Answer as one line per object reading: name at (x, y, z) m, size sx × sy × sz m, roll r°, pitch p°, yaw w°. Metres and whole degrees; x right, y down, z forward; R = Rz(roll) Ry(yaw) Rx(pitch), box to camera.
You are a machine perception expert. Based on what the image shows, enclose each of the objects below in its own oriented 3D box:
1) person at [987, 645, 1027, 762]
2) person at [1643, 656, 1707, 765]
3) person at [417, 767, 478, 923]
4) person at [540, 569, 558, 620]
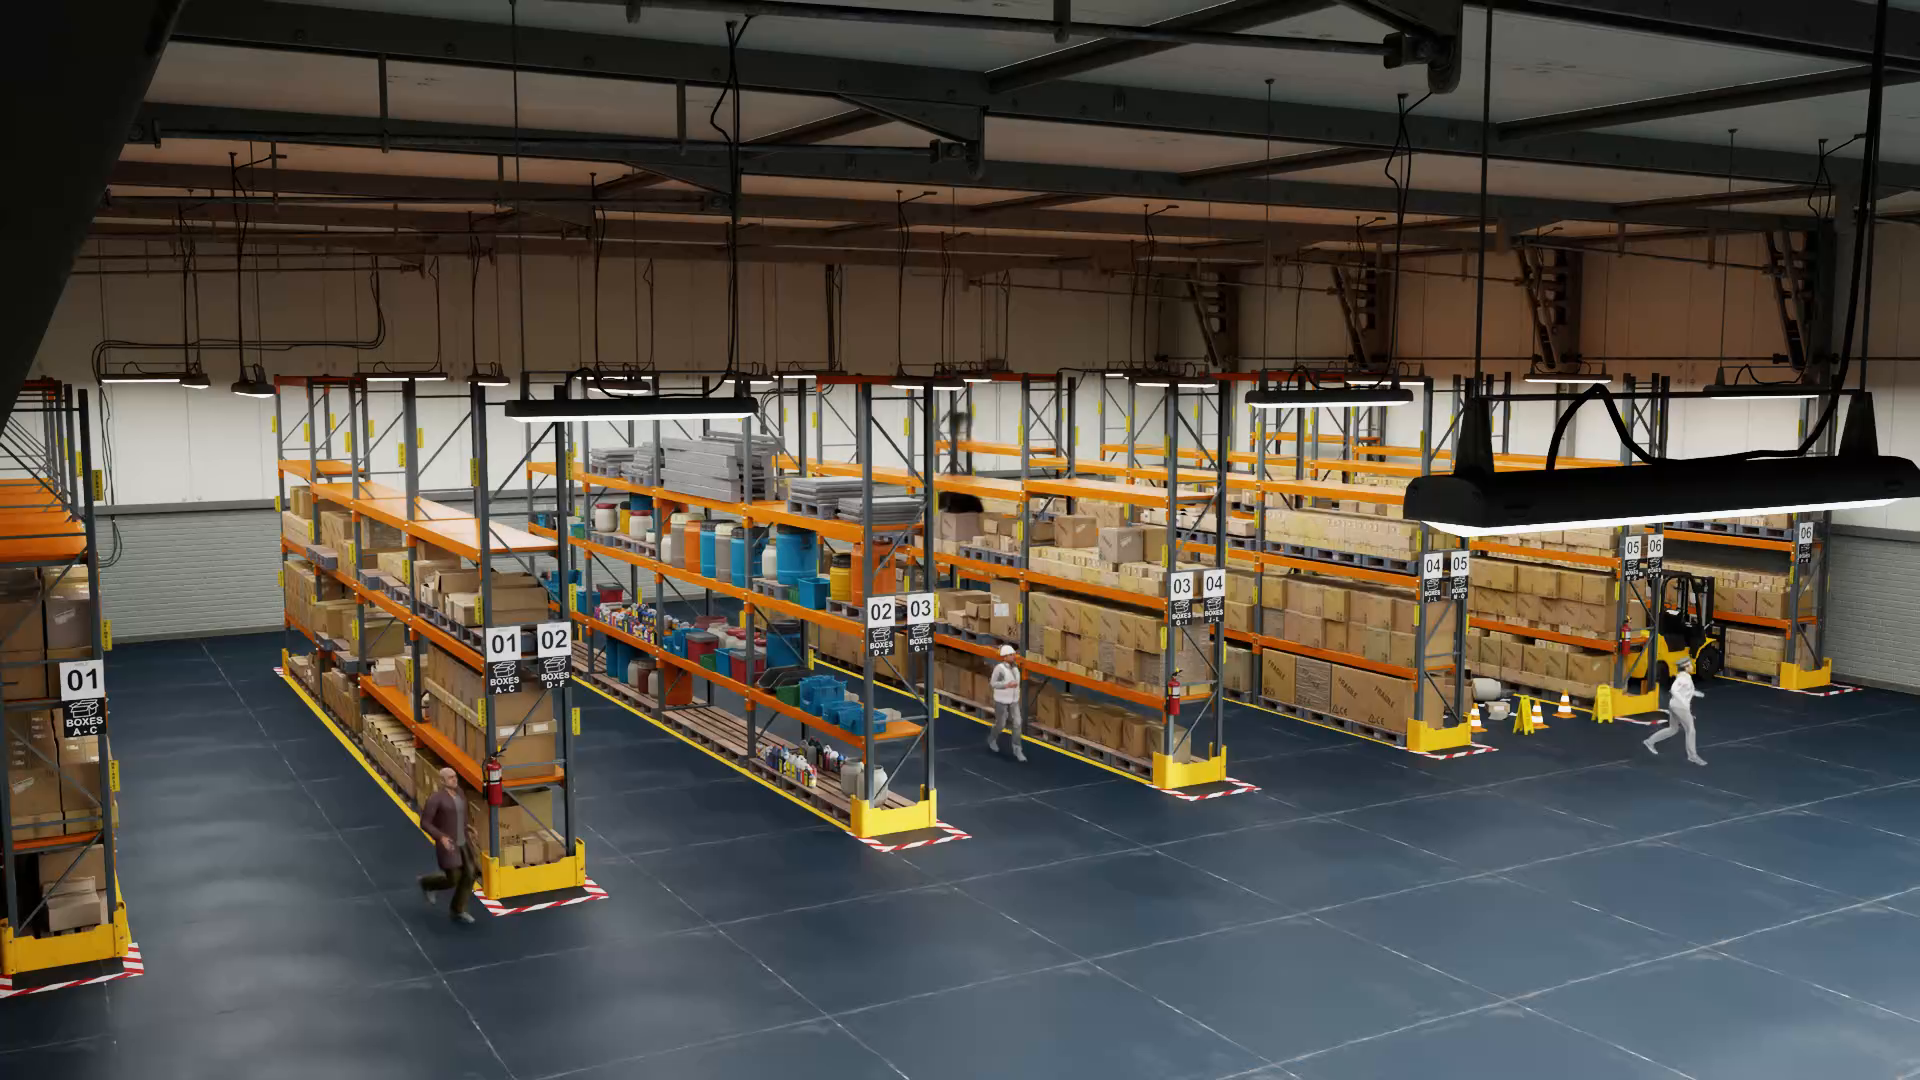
person at (0.707, 2.567, 26.372) m, size 0.635 × 1.813 × 0.871 m, roll -5°, pitch 8°, yaw -38°
person at (11.216, 2.649, 26.002) m, size 0.929 × 1.712 × 0.630 m, roll 2°, pitch 6°, yaw 15°
person at (-5.792, 3.429, 18.810) m, size 0.754 × 1.755 × 0.717 m, roll 3°, pitch 7°, yaw 28°
person at (-9.267, 1.475, 37.177) m, size 0.760 × 1.644 × 0.616 m, roll -1°, pitch 6°, yaw -13°
